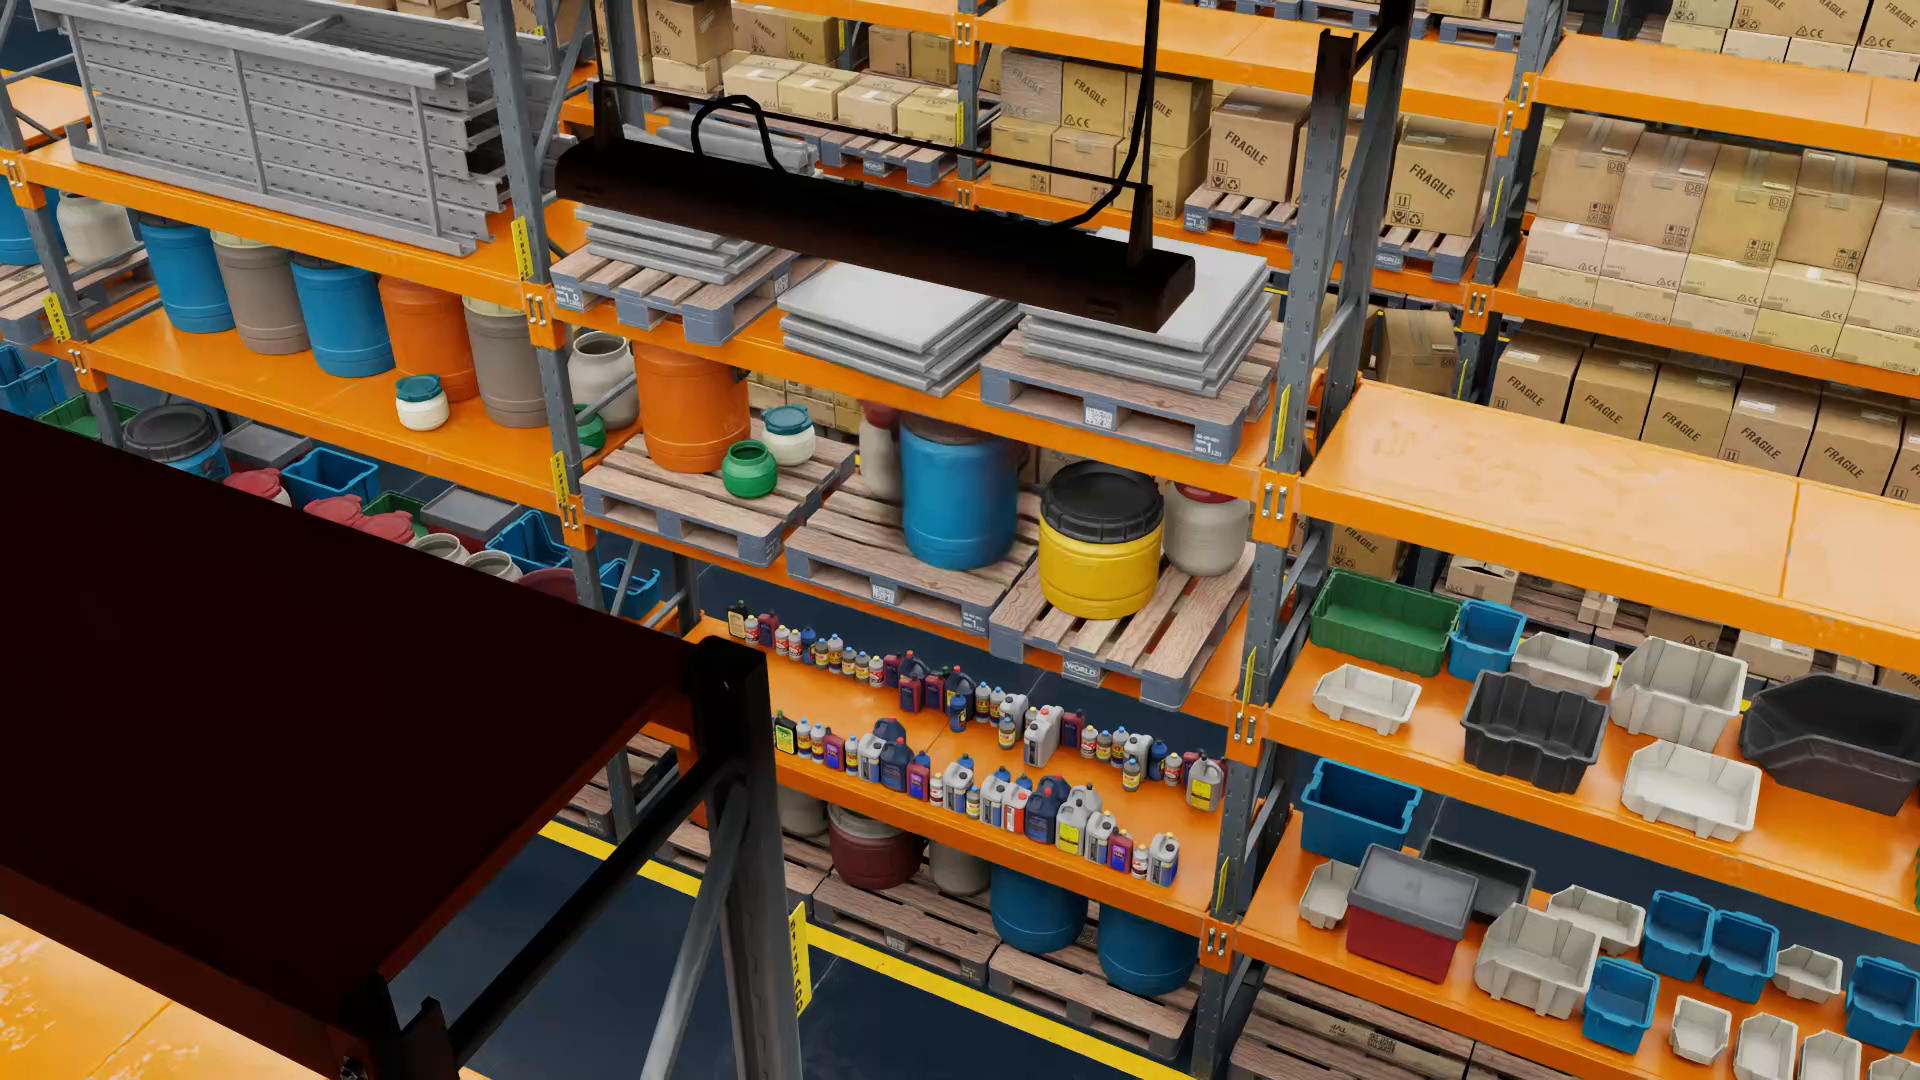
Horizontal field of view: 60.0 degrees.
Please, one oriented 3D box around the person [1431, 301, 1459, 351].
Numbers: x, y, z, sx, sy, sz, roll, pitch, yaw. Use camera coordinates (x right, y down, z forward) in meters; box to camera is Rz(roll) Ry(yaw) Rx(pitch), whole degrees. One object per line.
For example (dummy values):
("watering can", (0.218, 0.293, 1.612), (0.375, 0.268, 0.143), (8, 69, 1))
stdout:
("person", (4.187, -1.324, 14.385), (0.517, 1.615, 0.558), (11, 37, 16))
